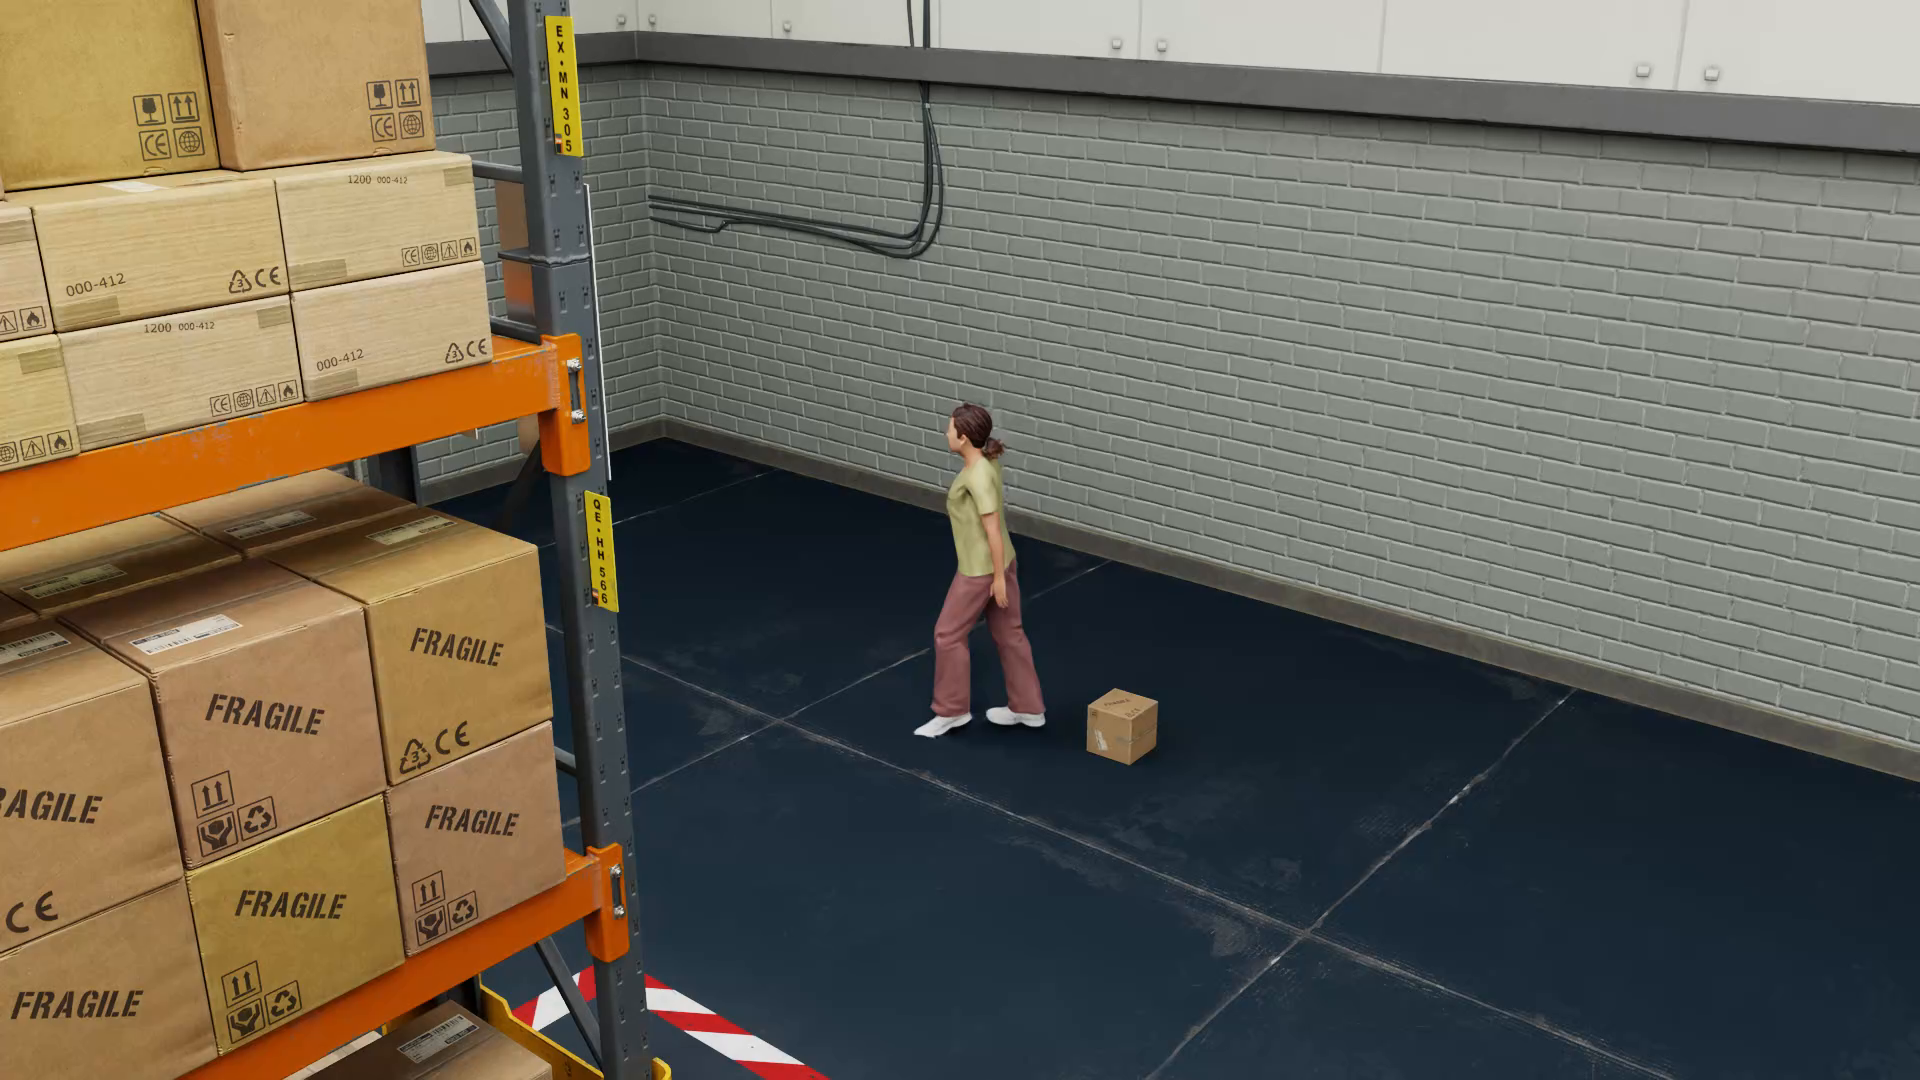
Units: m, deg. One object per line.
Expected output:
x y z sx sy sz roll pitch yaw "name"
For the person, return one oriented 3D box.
0.125 0.166 8.178 0.644 1.699 0.470 5 21 14 "person"
